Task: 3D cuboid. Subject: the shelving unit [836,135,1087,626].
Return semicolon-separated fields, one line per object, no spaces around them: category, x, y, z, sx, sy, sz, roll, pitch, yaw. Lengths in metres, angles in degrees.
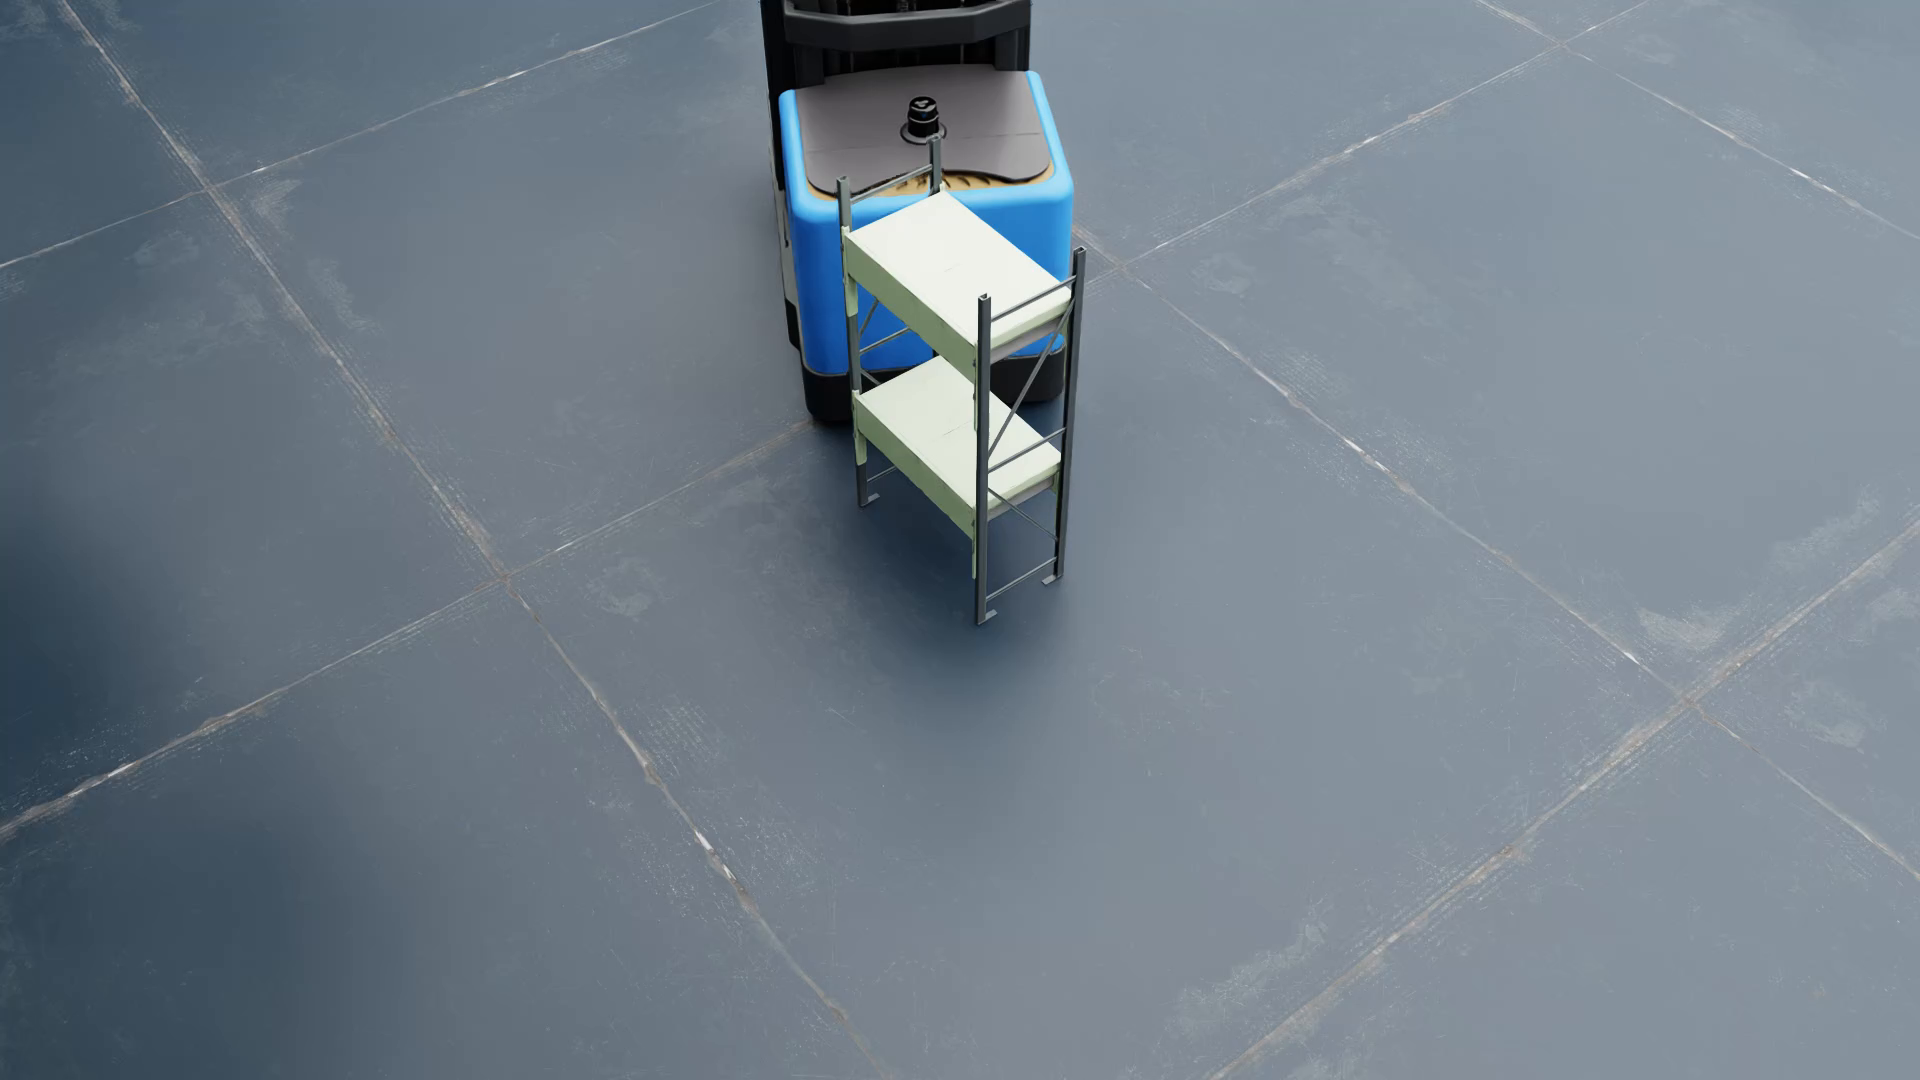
shelving unit;-0.004;-0.508;5.698;0.431;1.500;0.755;-29;54;-24

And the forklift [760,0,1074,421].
forklift;-0.292;-2.560;6.593;1.130;2.935;3.031;-6;48;-5

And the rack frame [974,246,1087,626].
rack frame;0.218;-0.292;5.502;0.400;1.500;0.023;-29;54;-24

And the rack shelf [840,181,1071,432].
rack shelf;-0.004;-0.770;5.409;0.431;0.370;0.720;-29;54;-24

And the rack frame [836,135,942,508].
rack frame;-0.226;-0.723;5.894;0.400;1.500;0.023;-29;54;-24

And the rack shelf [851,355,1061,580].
rack shelf;-0.004;-0.289;5.939;0.431;0.370;0.720;-29;54;-24
